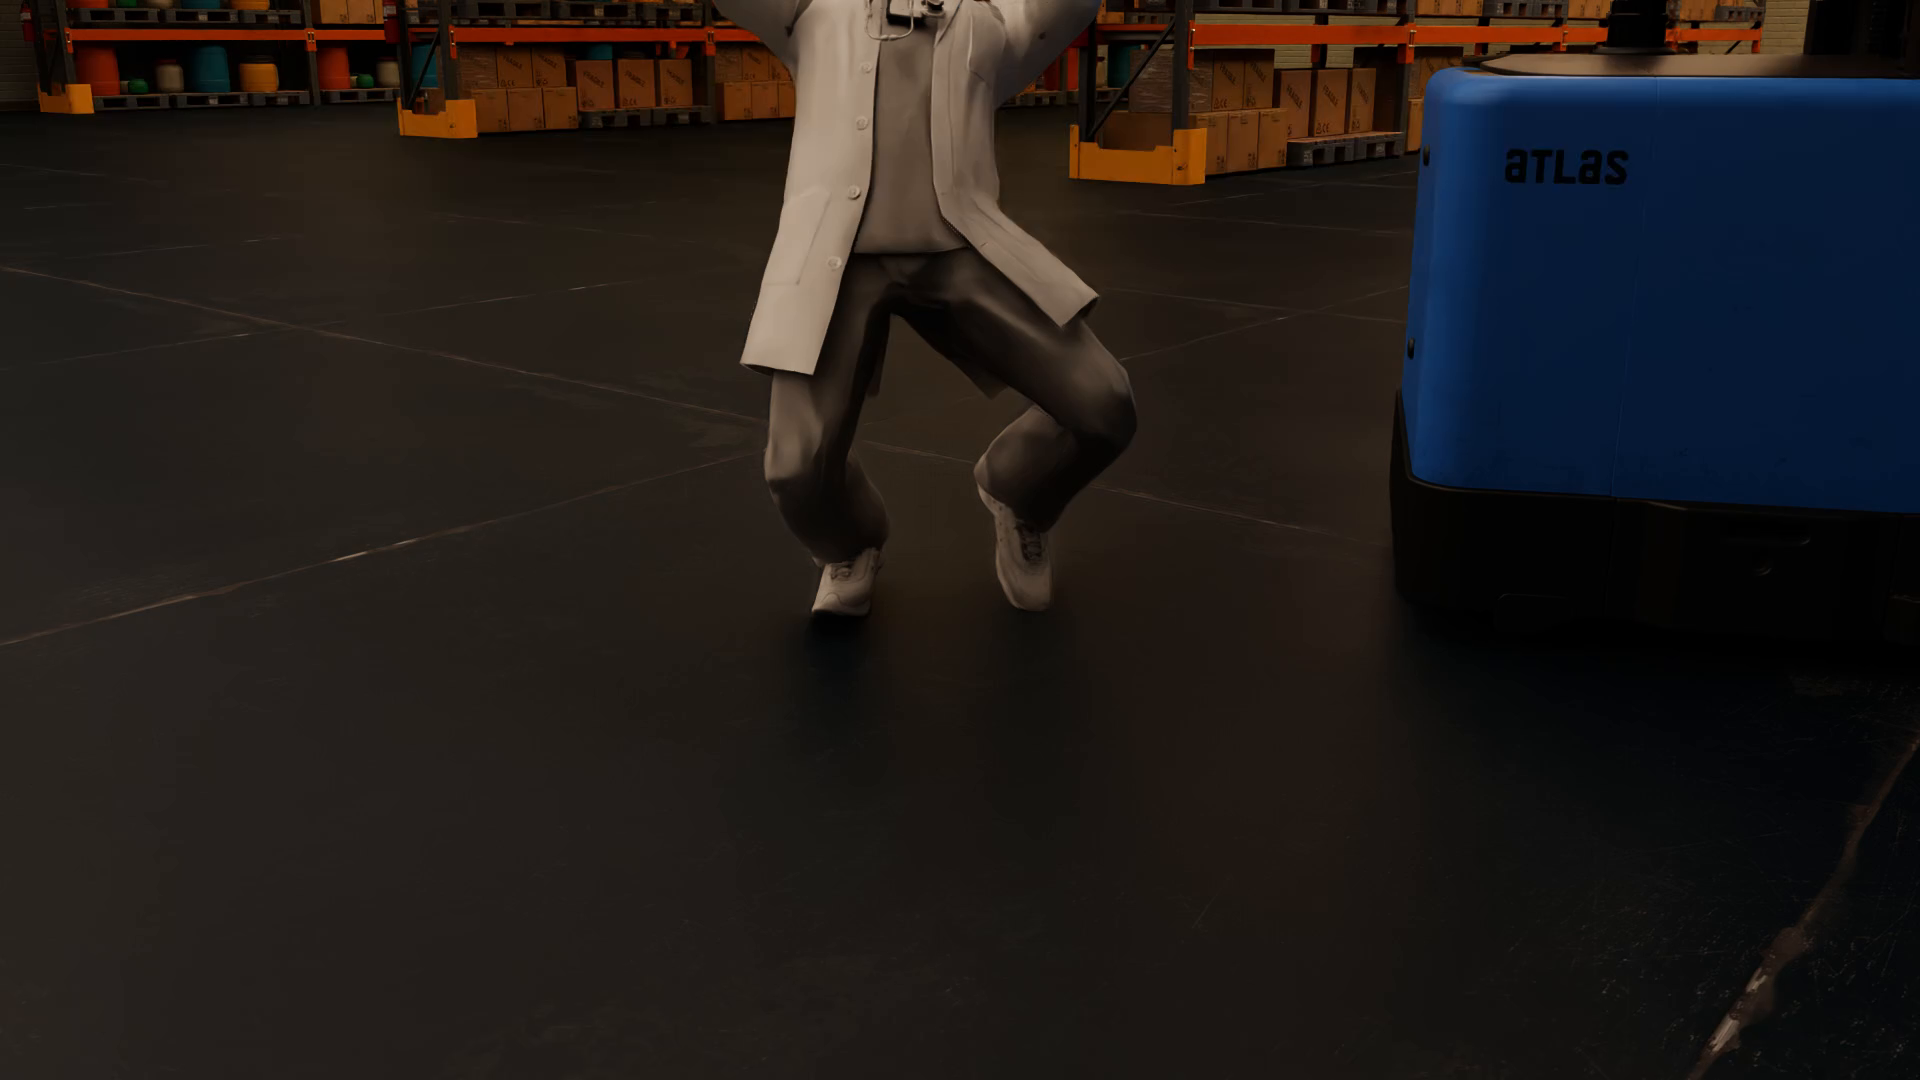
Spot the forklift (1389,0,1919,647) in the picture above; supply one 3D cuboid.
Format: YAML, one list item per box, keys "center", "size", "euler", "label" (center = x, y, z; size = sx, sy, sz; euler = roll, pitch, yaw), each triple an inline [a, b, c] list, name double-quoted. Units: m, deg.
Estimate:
- center: [2.455, -1.256, 3.032]
  size: [3.031, 2.935, 1.130]
  euler: [4, 17, 12]
  label: "forklift"

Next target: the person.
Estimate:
- center: [-0.125, -0.663, 3.219]
  size: [1.049, 1.714, 0.748]
  euler: [-3, 17, -10]
  label: "person"
